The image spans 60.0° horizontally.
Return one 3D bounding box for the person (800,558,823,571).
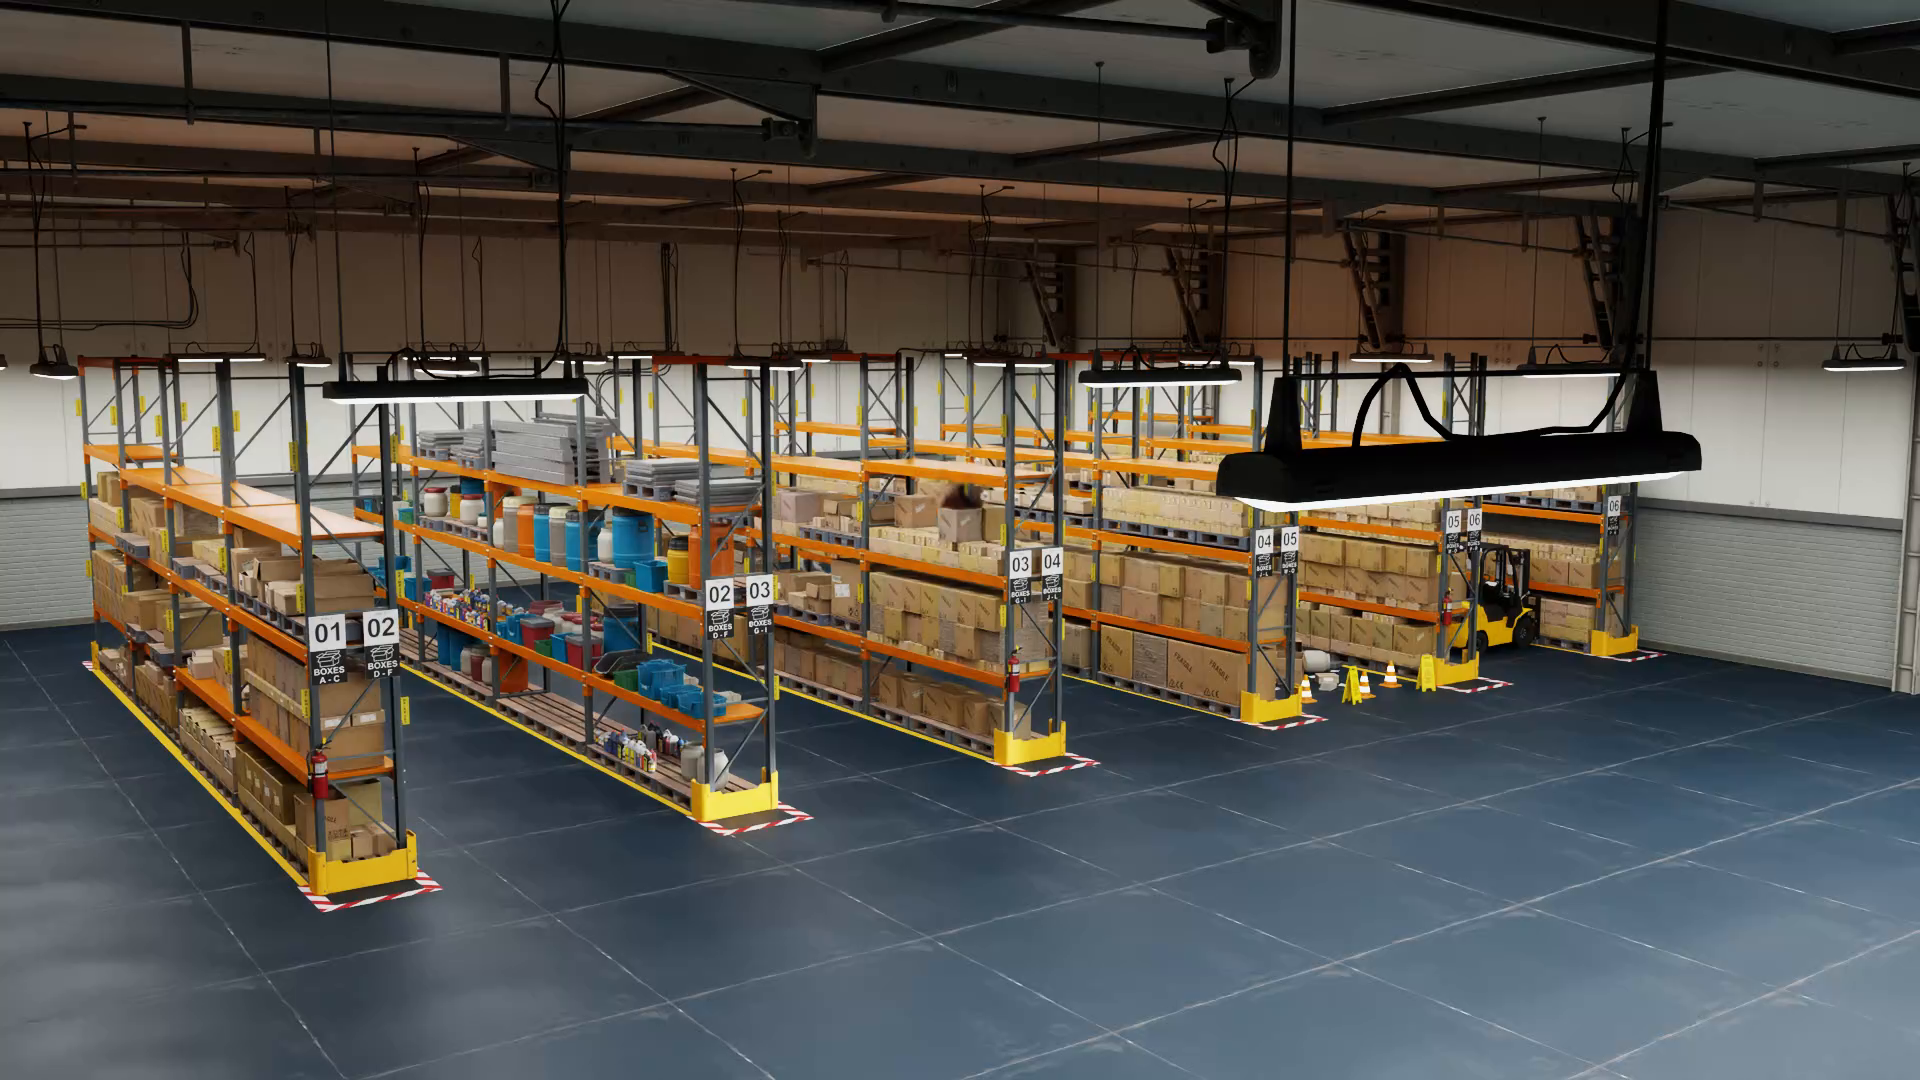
[{"bbox_3d":[-3.989,0.228,43.594,0.535,1.615,0.785,4,8,28],"label":"person"}]
